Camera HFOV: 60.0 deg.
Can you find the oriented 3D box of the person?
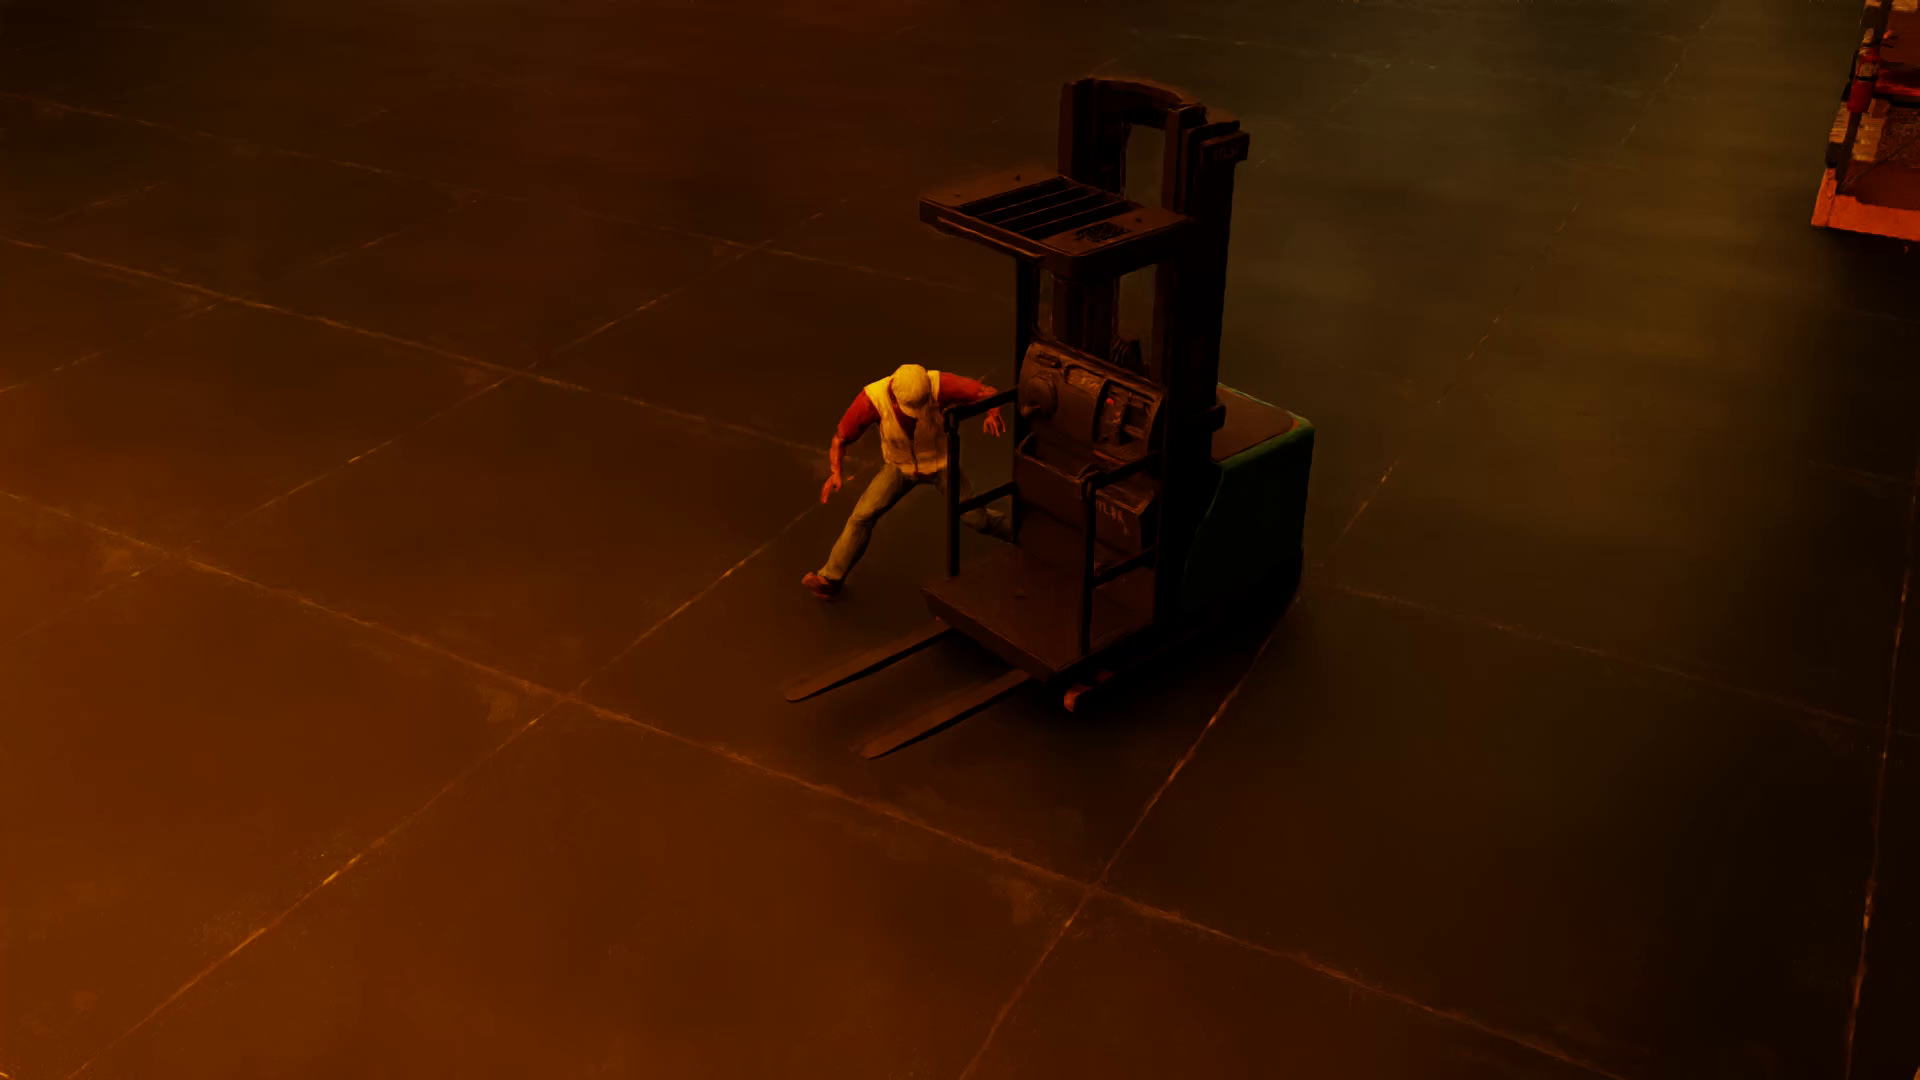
[{"bbox_3d":[-0.187,-0.372,9.262,1.298,1.405,0.920,4,30,7],"label":"person"}]

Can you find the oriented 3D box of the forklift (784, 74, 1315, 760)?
[{"bbox_3d":[0.488,-0.674,8.238,3.031,2.935,1.130,-24,37,-35],"label":"forklift"}]
